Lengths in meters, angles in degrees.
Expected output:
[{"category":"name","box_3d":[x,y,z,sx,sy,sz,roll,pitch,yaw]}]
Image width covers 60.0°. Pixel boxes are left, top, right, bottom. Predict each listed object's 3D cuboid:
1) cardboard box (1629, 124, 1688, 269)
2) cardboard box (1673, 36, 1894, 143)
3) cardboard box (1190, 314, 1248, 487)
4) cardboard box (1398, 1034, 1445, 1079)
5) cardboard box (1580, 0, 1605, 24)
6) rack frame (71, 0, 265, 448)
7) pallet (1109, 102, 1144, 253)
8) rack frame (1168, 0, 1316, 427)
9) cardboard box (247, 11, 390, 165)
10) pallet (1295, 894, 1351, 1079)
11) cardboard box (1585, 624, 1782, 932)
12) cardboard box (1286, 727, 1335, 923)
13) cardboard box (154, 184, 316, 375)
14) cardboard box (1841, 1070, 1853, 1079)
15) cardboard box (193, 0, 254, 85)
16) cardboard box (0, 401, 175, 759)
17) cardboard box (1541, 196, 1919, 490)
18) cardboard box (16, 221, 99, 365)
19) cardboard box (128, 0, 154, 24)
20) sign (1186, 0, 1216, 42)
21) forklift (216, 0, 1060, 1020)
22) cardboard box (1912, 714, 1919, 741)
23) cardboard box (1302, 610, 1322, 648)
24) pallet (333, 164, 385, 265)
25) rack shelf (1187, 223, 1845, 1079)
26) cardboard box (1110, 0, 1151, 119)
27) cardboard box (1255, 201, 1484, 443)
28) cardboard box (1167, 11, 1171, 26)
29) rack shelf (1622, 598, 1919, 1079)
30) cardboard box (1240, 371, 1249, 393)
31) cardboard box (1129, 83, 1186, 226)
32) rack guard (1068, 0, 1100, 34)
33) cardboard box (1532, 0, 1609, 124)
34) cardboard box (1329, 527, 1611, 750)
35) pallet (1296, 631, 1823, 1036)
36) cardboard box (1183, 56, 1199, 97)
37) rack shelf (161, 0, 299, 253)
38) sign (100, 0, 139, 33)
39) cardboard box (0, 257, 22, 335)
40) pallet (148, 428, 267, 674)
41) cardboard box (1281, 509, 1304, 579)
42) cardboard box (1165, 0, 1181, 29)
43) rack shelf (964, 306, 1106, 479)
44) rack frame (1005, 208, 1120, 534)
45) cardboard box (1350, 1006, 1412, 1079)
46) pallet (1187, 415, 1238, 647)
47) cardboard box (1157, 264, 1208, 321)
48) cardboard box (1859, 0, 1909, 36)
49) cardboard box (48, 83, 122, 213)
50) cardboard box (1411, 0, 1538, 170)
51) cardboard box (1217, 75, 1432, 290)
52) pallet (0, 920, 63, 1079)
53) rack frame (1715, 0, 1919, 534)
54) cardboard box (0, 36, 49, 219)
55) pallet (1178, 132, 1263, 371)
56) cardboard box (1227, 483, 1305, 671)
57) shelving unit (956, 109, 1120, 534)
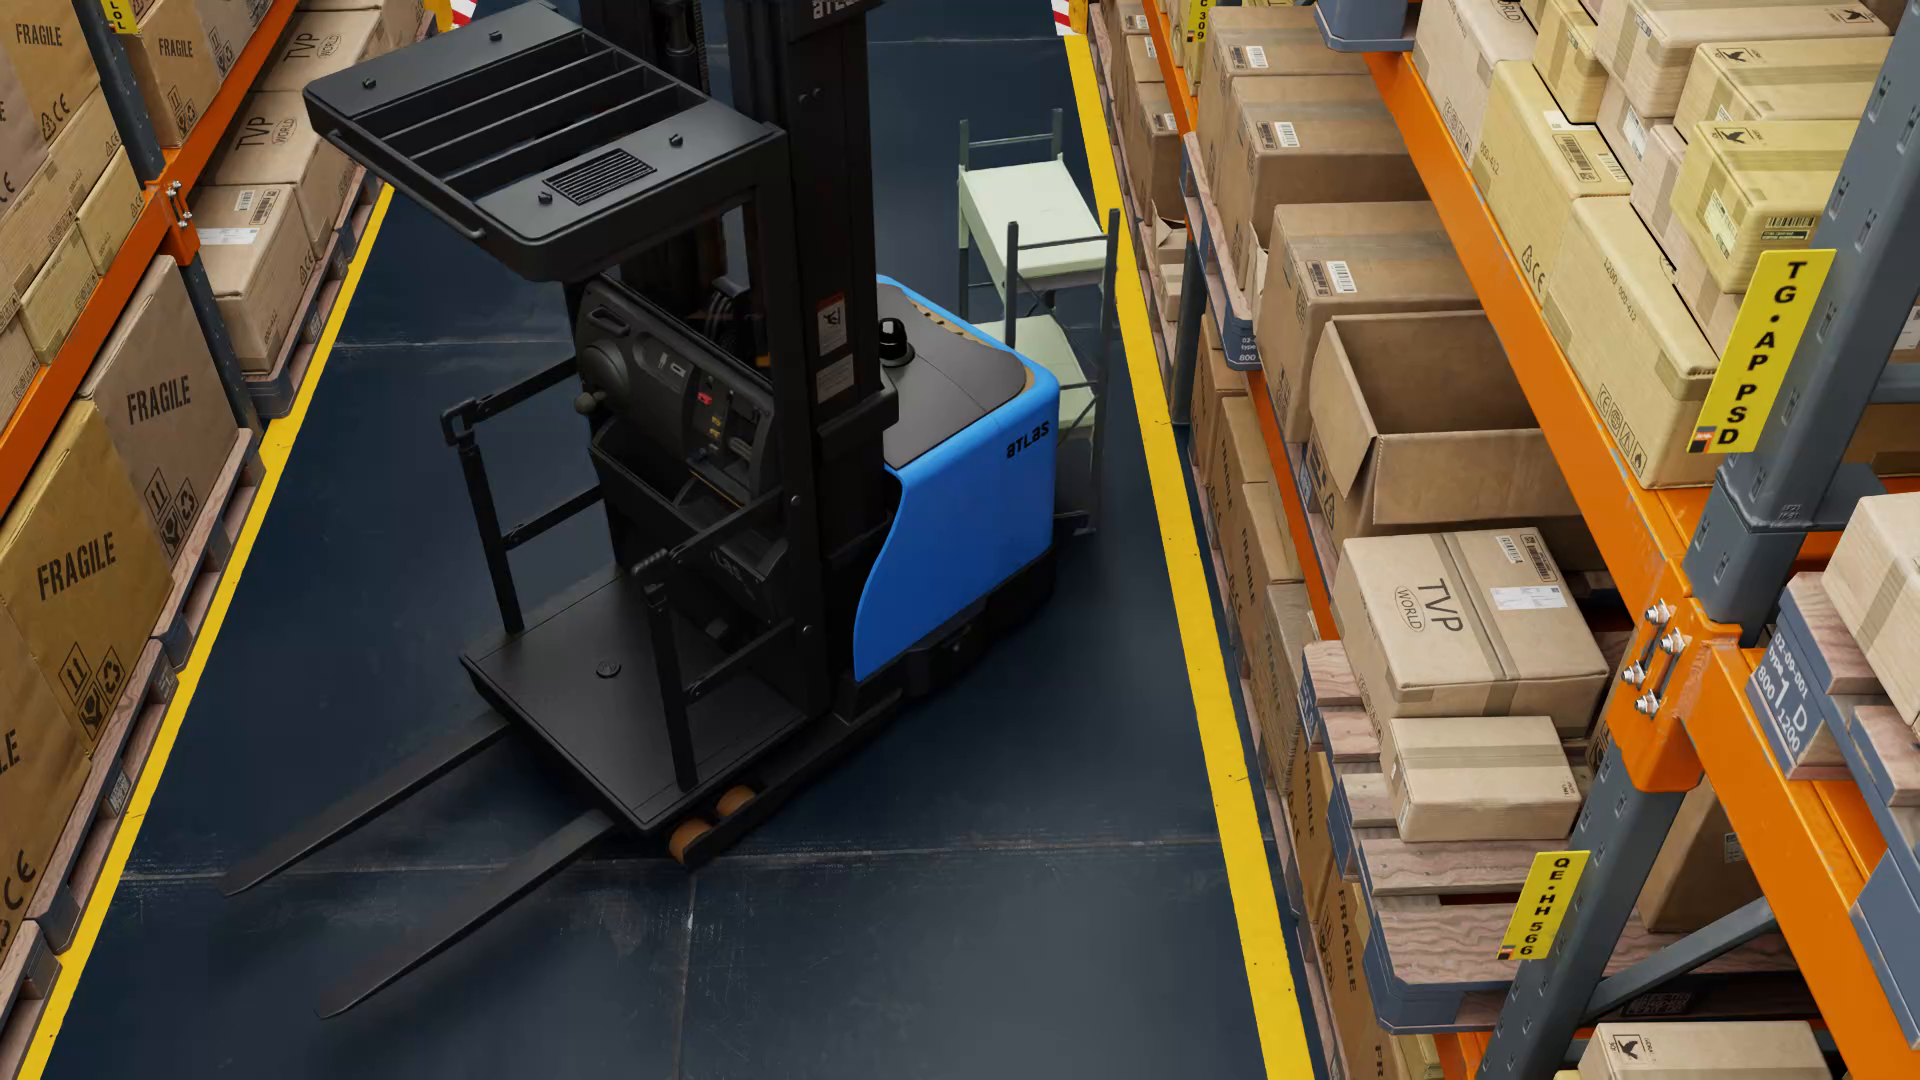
[{"category":"cardboard box","box_3d":[1.350,-0.565,2.743,0.380,0.149,0.250,-3,43,-3]},{"category":"cardboard box","box_3d":[1.381,-0.671,2.638,0.380,0.149,0.250,-3,43,-3]},{"category":"cardboard box","box_3d":[1.223,-0.561,6.681,0.500,0.500,0.500,0,43,0]},{"category":"cardboard box","box_3d":[1.323,1.241,4.235,0.380,0.149,0.250,-4,43,-4]},{"category":"cardboard box","box_3d":[1.351,-1.022,3.021,0.380,0.149,0.250,-2,43,-2]},{"category":"rack frame","box_3d":[-3.532,-1.515,6.183,1.000,3.000,0.127,-2,43,-2]},{"category":"pallet","box_3d":[1.344,-1.922,8.690,1.003,0.211,1.213,-2,43,-2]},{"category":"rack frame","box_3d":[1.427,-1.660,6.342,1.000,3.000,0.127,-2,43,-2]},{"category":"cardboard box","box_3d":[-3.527,-2.366,8.697,0.875,0.438,0.875,-1,43,-1]},{"category":"pallet","box_3d":[1.603,1.563,4.889,1.003,0.211,1.213,-2,43,-2]},{"category":"cardboard box","box_3d":[1.731,0.496,3.604,0.500,0.500,0.500,0,43,0]},{"category":"cardboard box","box_3d":[1.329,0.836,5.157,0.500,0.500,0.500,0,43,0]},{"category":"cardboard box","box_3d":[-3.451,-1.153,7.373,0.875,0.438,0.875,-2,43,-2]},{"category":"cardboard box","box_3d":[1.894,1.206,2.955,0.500,0.250,0.500,-1,43,-1]},{"category":"cardboard box","box_3d":[-3.307,-2.216,6.874,0.500,0.500,0.500,-1,43,-2]},{"category":"cardboard box","box_3d":[-3.379,0.139,5.640,0.875,0.875,0.875,-1,43,-1]},{"category":"cardboard box","box_3d":[1.333,-0.350,2.803,0.500,0.250,0.500,-3,43,-3]},{"category":"cardboard box","box_3d":[-3.240,-0.821,5.536,0.500,0.250,0.500,-2,43,-2]},{"category":"cardboard box","box_3d":[-3.310,-2.249,6.170,0.500,0.500,0.500,-1,43,-2]},{"category":"sign","box_3d":[0.885,-1.959,6.026,0.100,0.325,0.005,-2,43,-2]},{"category":"forklift","box_3d":[-1.035,-0.387,5.003,3.031,2.935,1.130,-34,52,-31]},{"category":"cardboard box","box_3d":[1.384,0.202,1.631,0.500,0.500,0.500,-1,43,-1]},{"category":"cardboard box","box_3d":[1.295,0.345,5.212,0.380,0.149,0.250,-4,43,-4]},{"category":"pallet","box_3d":[-3.541,-1.829,8.589,1.003,0.211,1.213,-2,43,-2]},{"category":"rack shelf","box_3d":[1.512,-0.045,5.112,1.077,0.370,4.000,-2,43,-2]},{"category":"cardboard box","box_3d":[1.186,-2.600,8.906,0.700,0.500,0.500,0,43,0]},{"category":"cardboard box","box_3d":[1.280,-0.640,4.843,0.700,0.500,0.500,-2,43,-2]},{"category":"cardboard box","box_3d":[1.109,-2.304,7.229,0.380,0.149,0.250,-1,43,-1]},{"category":"rack shelf","box_3d":[1.682,1.550,1.152,1.077,0.370,4.000,-2,43,-2]},{"category":"cardboard box","box_3d":[1.266,-0.698,6.351,0.380,0.149,0.250,-3,43,-3]},{"category":"cardboard box","box_3d":[1.230,-1.900,8.142,0.700,0.500,0.500,-3,43,-3]},{"category":"rack guard","box_3d":[1.261,-3.388,10.076,1.175,0.500,0.348,-2,43,-2]},{"category":"cardboard box","box_3d":[1.310,-0.910,3.119,0.380,0.149,0.250,-2,43,-2]},{"category":"cardboard box","box_3d":[1.229,0.237,4.071,0.500,0.250,0.500,-3,43,-4]},{"category":"pallet","box_3d":[1.498,0.655,3.957,1.213,0.211,1.003,-2,43,-2]},{"category":"cardboard box","box_3d":[1.129,-1.951,6.845,0.380,0.149,0.250,-1,43,-1]},{"category":"rack shelf","box_3d":[-3.617,-2.600,7.900,1.077,0.370,4.000,-2,43,-2]},{"category":"sign","box_3d":[-2.990,-1.935,5.843,0.100,0.325,0.005,-2,43,-2]},{"category":"cardboard box","box_3d":[-3.214,-0.667,4.999,0.500,0.250,0.500,-1,43,-1]},{"category":"pallet","box_3d":[-3.424,0.031,6.560,1.003,0.211,1.213,-2,43,-2]},{"category":"cardboard box","box_3d":[1.295,-0.003,5.593,0.380,0.149,0.250,0,43,0]},{"category":"cardboard box","box_3d":[1.126,-2.389,7.028,0.500,0.250,0.500,-2,43,-2]},{"category":"rack shelf","box_3d":[0.277,-0.567,6.741,0.431,0.370,0.720,-9,43,-10]},{"category":"rack frame","box_3d":[0.361,-0.566,6.258,0.400,1.500,0.023,-9,43,-10]},{"category":"cardboard box","box_3d":[1.364,1.527,4.403,0.500,0.500,0.500,-1,43,-1]},{"category":"pallet","box_3d":[1.499,-0.084,6.686,1.003,0.211,1.213,-2,43,-2]},{"category":"cardboard box","box_3d":[1.110,-1.132,7.564,0.380,0.149,0.250,-3,43,-3]},{"category":"cardboard box","box_3d":[1.805,-1.042,3.043,0.380,0.149,0.250,0,43,0]},{"category":"cardboard box","box_3d":[-3.270,-1.354,5.748,0.500,0.250,0.500,-2,43,-2]},{"category":"cardboard box","box_3d":[1.289,-1.027,3.542,0.500,0.250,0.500,-2,43,-2]},{"category":"cardboard box","box_3d":[1.246,-1.170,5.421,0.700,0.500,0.500,-1,43,-1]},{"category":"pallet","box_3d":[-3.320,1.678,4.763,1.003,0.211,1.213,-2,43,-2]},{"category":"rack frame","box_3d":[1.597,-1.172,1.368,1.000,3.000,0.127,-2,43,-2]},{"category":"cardboard box","box_3d":[-3.233,-1.277,5.110,0.500,0.500,0.500,-1,43,-1]},{"category":"pallet","box_3d":[1.352,-1.047,5.815,1.003,0.211,1.213,-2,43,-2]},{"category":"cardboard box","box_3d":[1.272,0.135,5.921,0.500,0.500,0.500,-3,43,-3]},{"category":"shelving unit","box_3d":[0.277,-0.807,6.521,0.431,1.500,0.755,-9,43,-10]}]
